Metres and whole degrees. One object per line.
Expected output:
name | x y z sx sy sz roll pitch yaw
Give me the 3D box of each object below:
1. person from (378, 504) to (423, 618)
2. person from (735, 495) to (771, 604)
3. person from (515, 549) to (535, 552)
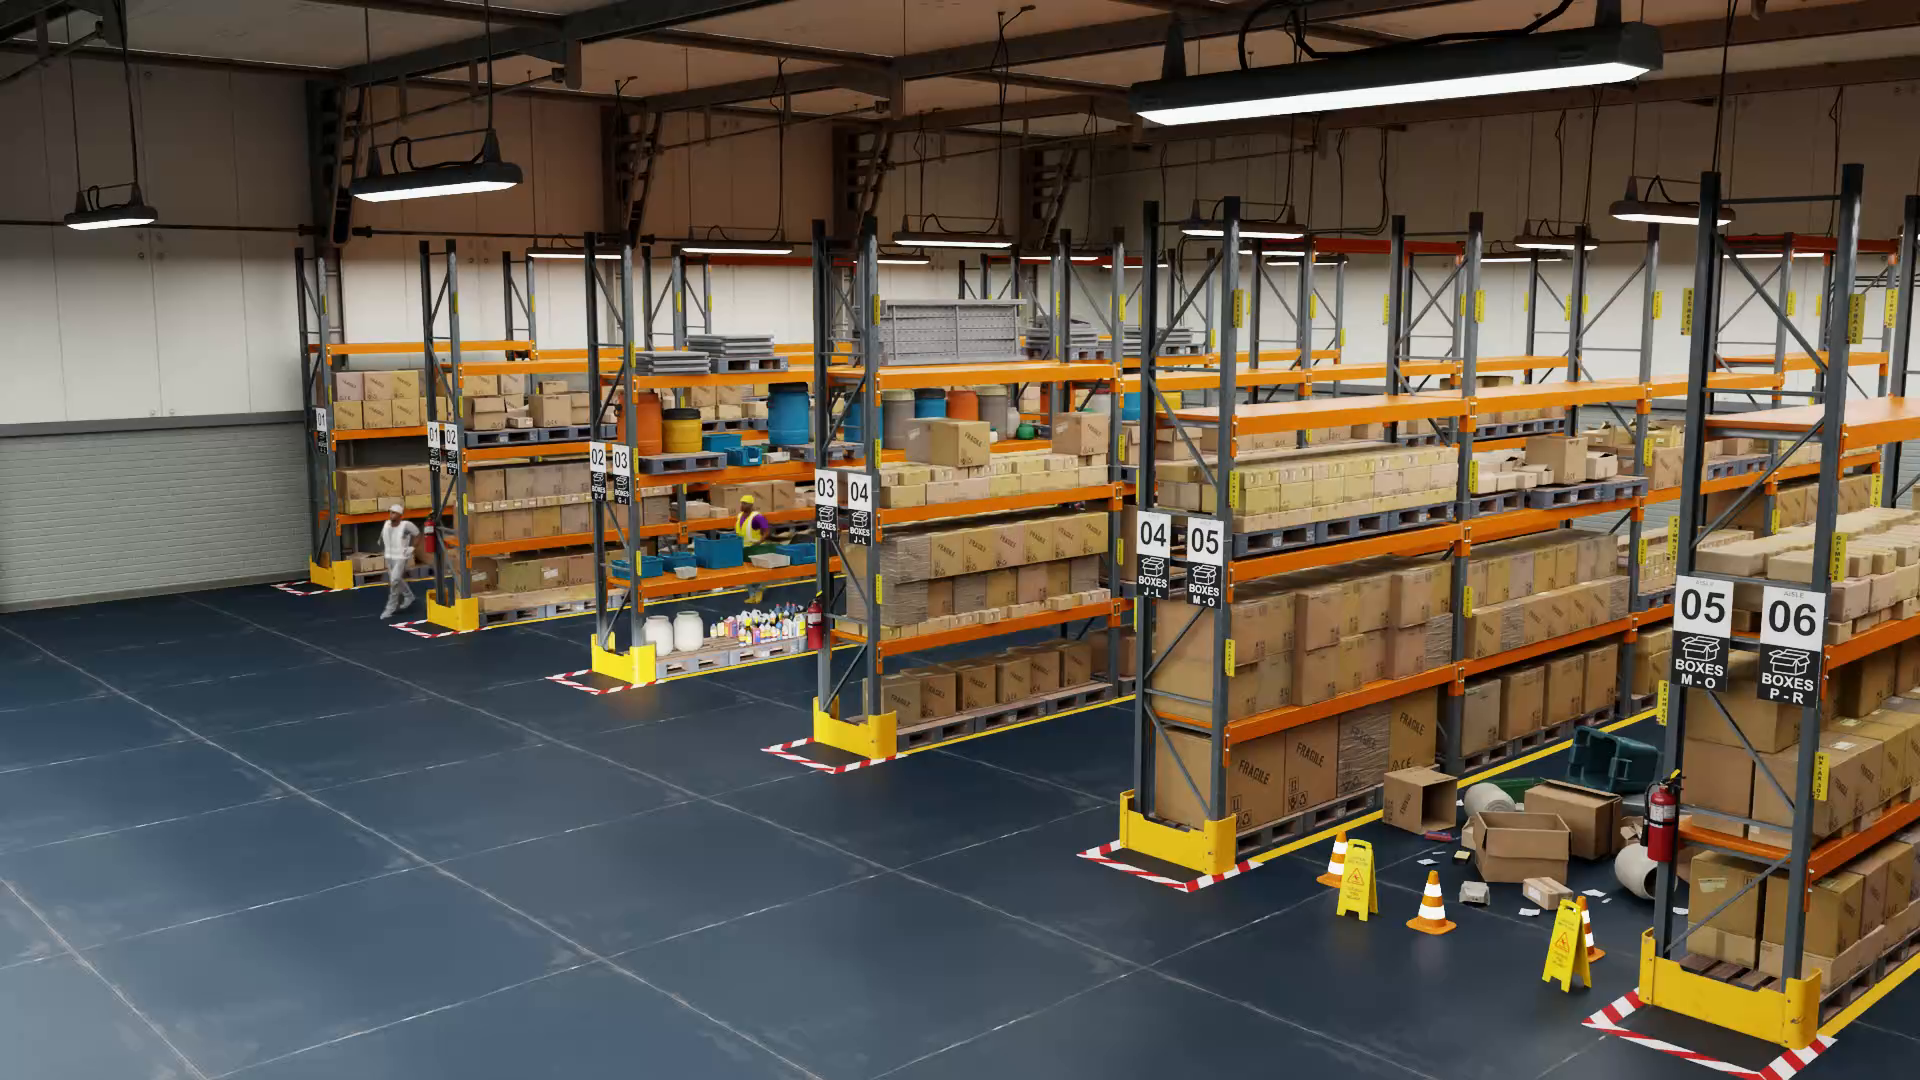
person | -9.138 0.322 27.070 0.687 1.827 0.833 4 9 24
person | -3.386 0.161 26.375 0.674 1.754 0.536 7 11 41
person | -7.656 0.040 29.291 0.667 1.666 0.532 7 11 41
